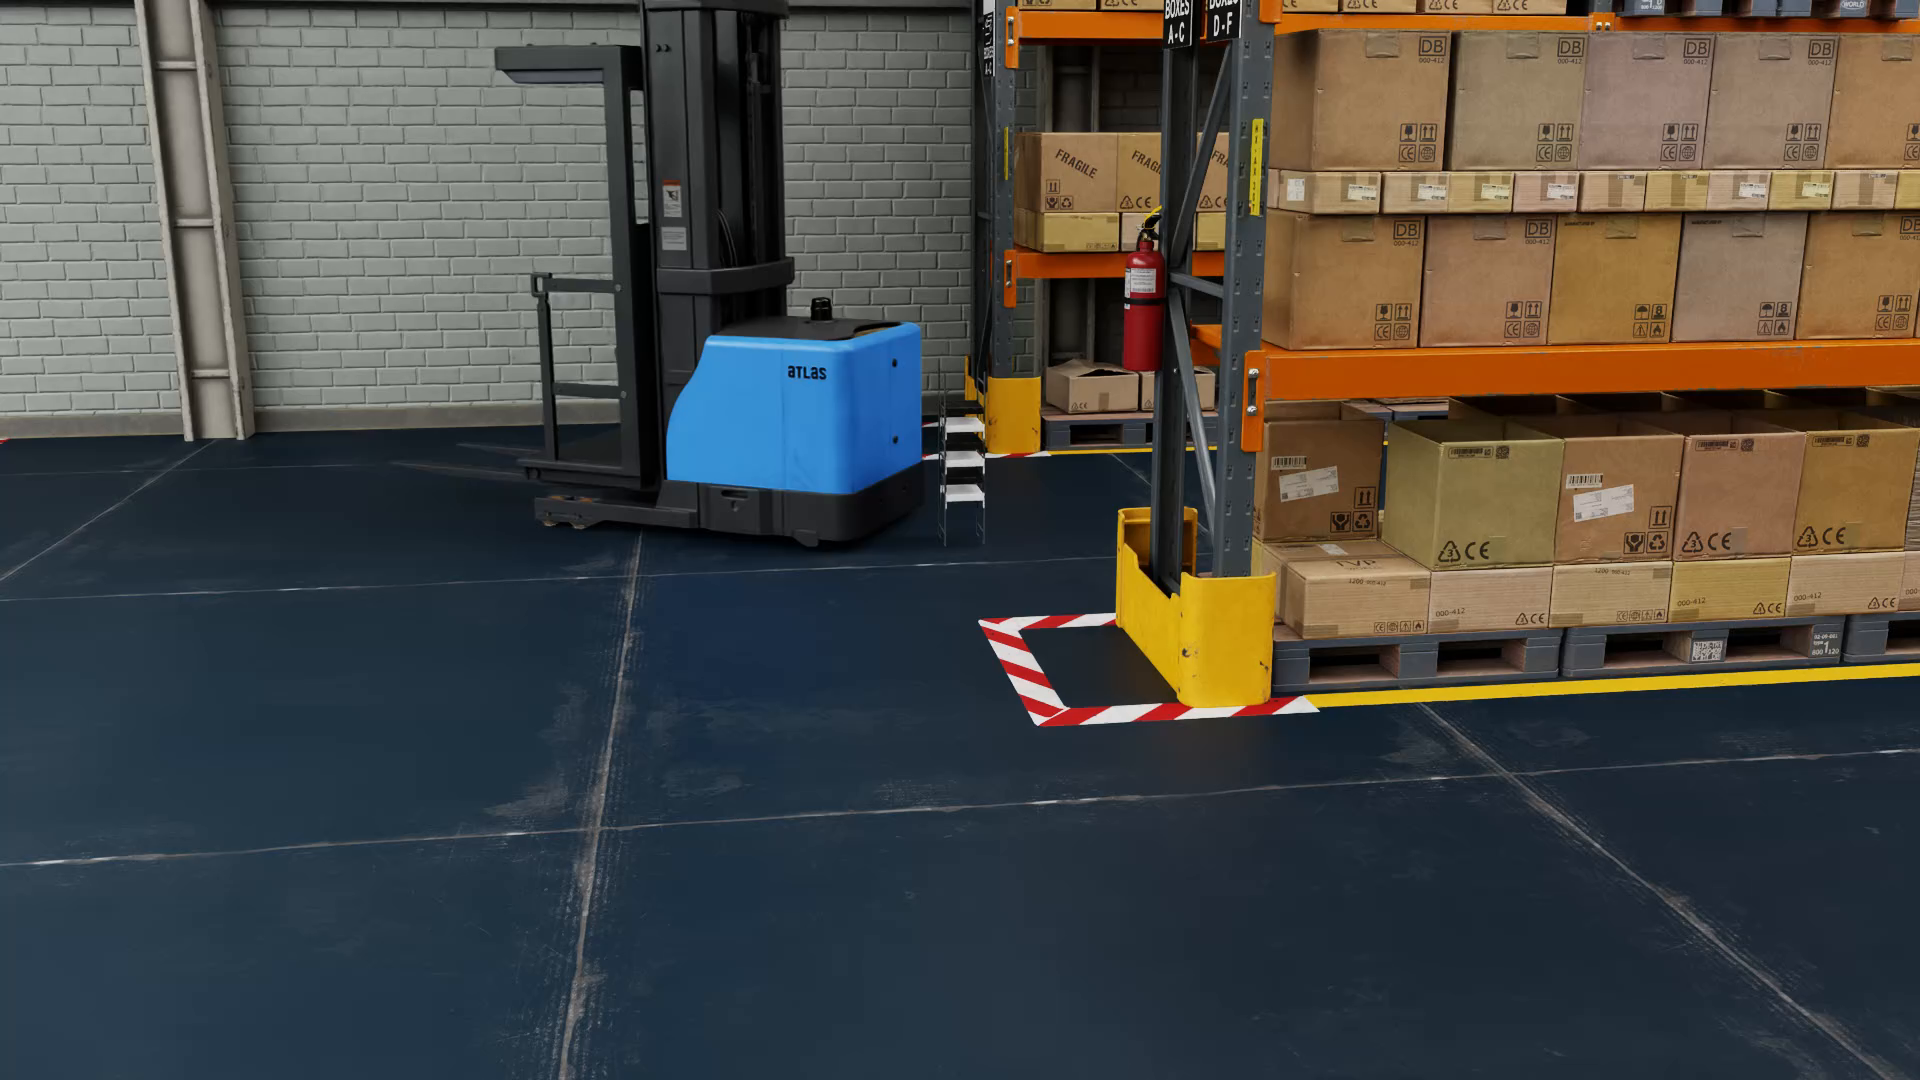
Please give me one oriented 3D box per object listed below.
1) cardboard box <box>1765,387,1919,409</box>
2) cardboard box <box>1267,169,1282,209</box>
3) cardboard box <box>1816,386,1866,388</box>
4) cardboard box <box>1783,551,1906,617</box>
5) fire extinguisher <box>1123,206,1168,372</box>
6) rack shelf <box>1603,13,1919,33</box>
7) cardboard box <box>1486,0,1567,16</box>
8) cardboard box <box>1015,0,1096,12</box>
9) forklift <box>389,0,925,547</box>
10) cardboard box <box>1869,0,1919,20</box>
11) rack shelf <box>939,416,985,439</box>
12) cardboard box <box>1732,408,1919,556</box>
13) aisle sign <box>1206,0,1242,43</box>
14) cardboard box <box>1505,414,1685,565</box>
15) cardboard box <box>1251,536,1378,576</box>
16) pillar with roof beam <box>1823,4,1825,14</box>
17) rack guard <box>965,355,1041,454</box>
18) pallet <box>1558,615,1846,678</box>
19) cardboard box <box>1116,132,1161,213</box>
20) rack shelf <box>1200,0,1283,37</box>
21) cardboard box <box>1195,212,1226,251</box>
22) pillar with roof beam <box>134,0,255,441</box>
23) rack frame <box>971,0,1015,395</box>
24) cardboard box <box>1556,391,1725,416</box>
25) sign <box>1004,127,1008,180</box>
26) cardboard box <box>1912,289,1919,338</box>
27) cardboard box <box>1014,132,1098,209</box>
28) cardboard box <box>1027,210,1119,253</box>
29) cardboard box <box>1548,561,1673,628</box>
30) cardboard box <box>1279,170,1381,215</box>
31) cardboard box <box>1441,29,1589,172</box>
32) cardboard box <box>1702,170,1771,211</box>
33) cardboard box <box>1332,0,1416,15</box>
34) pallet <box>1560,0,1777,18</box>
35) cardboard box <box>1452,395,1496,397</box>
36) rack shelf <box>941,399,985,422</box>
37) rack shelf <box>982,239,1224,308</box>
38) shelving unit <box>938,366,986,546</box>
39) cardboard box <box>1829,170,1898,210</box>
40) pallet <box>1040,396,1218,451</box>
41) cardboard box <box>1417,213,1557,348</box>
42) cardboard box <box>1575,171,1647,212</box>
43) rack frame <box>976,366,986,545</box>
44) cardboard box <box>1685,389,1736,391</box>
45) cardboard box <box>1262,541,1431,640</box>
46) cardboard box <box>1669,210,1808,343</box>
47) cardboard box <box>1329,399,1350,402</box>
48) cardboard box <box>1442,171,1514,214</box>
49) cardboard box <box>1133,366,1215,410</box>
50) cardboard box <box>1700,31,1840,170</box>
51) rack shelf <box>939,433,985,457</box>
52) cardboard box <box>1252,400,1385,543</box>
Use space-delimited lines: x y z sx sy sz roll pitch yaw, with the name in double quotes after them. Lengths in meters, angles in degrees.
3.909 -0.389 7.354 0.500 0.500 0.500 -2 14 -8 "cardboard box"
1.302 -1.395 6.578 0.250 0.149 0.380 -2 14 -9 "cardboard box"
6.403 -1.400 12.372 0.500 0.500 0.700 -2 14 -9 "cardboard box"
3.494 0.120 6.866 0.500 0.250 0.500 -2 14 -8 "cardboard box"
0.766 -1.042 6.869 0.183 0.674 0.296 -2 14 -8 "fire extinguisher"
6.144 -3.487 11.771 4.000 0.370 1.077 -2 14 -8 "rack shelf"
3.701 -3.744 11.070 0.500 0.500 0.500 -2 14 -7 "cardboard box"
0.579 -3.628 10.611 0.500 0.500 0.500 -2 14 -7 "cardboard box"
-1.765 -1.591 9.039 3.031 2.935 1.130 5 15 21 "forklift"
6.826 -3.943 11.859 0.637 0.503 0.797 0 14 0 "cardboard box"
0.008 -0.579 8.578 0.200 0.077 0.258 -2 14 -8 "rack shelf"
3.492 -0.247 6.787 0.500 0.500 0.500 -2 14 -8 "cardboard box"
0.933 -2.157 5.811 0.004 0.787 0.394 -2 14 -8 "aisle sign"
2.502 -0.211 6.646 0.500 0.500 0.500 -2 14 -8 "cardboard box"
1.439 0.068 7.075 0.500 0.250 0.500 -2 14 -8 "cardboard box"
7.348 -4.489 8.121 0.400 9.000 9.100 -2 14 -8 "pillar with roof beam"
0.286 -0.954 11.497 0.348 0.500 1.175 -2 14 -8 "rack guard"
2.906 0.299 7.094 1.213 0.211 1.003 -2 14 -8 "pallet"
1.218 -2.425 10.949 0.500 0.500 0.500 -2 14 -8 "cardboard box"
2.930 -2.150 6.442 4.000 0.370 1.077 -2 14 -8 "rack shelf"
1.756 -2.081 11.120 0.500 0.250 0.500 -2 14 -9 "cardboard box"
-4.518 -4.054 6.387 0.400 9.000 9.100 -2 14 -8 "pillar with roof beam"
0.211 -2.163 11.182 0.127 3.000 1.000 -2 14 -8 "rack frame"
2.920 -0.354 7.215 0.500 0.500 0.500 -2 14 -8 "cardboard box"
0.292 -2.453 10.556 0.005 0.325 0.100 -2 14 -8 "sign"
3.949 -1.127 6.844 0.500 0.500 0.700 -2 14 -9 "cardboard box"
0.645 -2.532 11.378 0.500 0.500 0.500 -2 14 -9 "cardboard box"
0.741 -2.042 10.963 0.500 0.250 0.500 -3 14 -10 "cardboard box"
2.504 0.155 6.726 0.500 0.250 0.500 -2 14 -8 "cardboard box"
1.372 -1.297 6.190 0.250 0.149 0.380 -2 14 -9 "cardboard box"
1.987 -1.686 6.405 0.500 0.500 0.700 -2 14 -10 "cardboard box"
2.893 -1.353 6.411 0.250 0.149 0.380 -2 14 -8 "cardboard box"
2.659 -3.699 10.893 0.500 0.500 0.500 -3 14 -11 "cardboard box"
4.792 -3.669 11.405 1.003 0.211 1.213 -2 14 -8 "pallet"
3.641 -1.121 11.945 0.250 0.166 0.380 -4 15 -16 "cardboard box"
0.008 -0.666 8.556 0.200 0.077 0.258 -2 14 -8 "rack shelf"
2.188 -1.887 11.558 4.000 0.370 1.077 -2 14 -8 "rack shelf"
0.008 -0.437 8.614 0.210 0.900 0.258 -2 14 -8 "shelving unit"
3.415 -1.373 6.491 0.250 0.149 0.380 -2 14 -7 "cardboard box"
1.094 -0.834 11.615 1.213 0.211 1.003 -2 14 -8 "pallet"
1.934 -1.054 6.554 0.500 0.500 0.700 -2 14 -7 "cardboard box"
2.393 -1.335 6.341 0.250 0.149 0.380 -3 14 -10 "cardboard box"
0.109 -0.440 8.628 0.006 0.900 0.240 -2 14 -8 "rack frame"
5.395 -1.371 12.255 0.500 0.500 0.700 -2 14 -9 "cardboard box"
1.516 0.192 6.578 0.500 0.250 0.500 -2 14 -8 "cardboard box"
2.946 -1.091 6.700 0.500 0.500 0.700 -2 14 -7 "cardboard box"
2.581 -1.086 11.841 0.250 0.149 0.380 -3 14 -13 "cardboard box"
1.880 -1.316 6.265 0.250 0.149 0.380 -2 14 -8 "cardboard box"
1.472 -1.097 11.551 0.500 0.311 0.500 -1 14 -4 "cardboard box"
2.981 -1.722 6.551 0.500 0.500 0.700 -2 14 -8 "cardboard box"
0.008 -0.492 8.600 0.200 0.077 0.258 -2 14 -8 "rack shelf"
1.438 -0.297 6.986 0.500 0.500 0.500 -2 14 -8 "cardboard box"
